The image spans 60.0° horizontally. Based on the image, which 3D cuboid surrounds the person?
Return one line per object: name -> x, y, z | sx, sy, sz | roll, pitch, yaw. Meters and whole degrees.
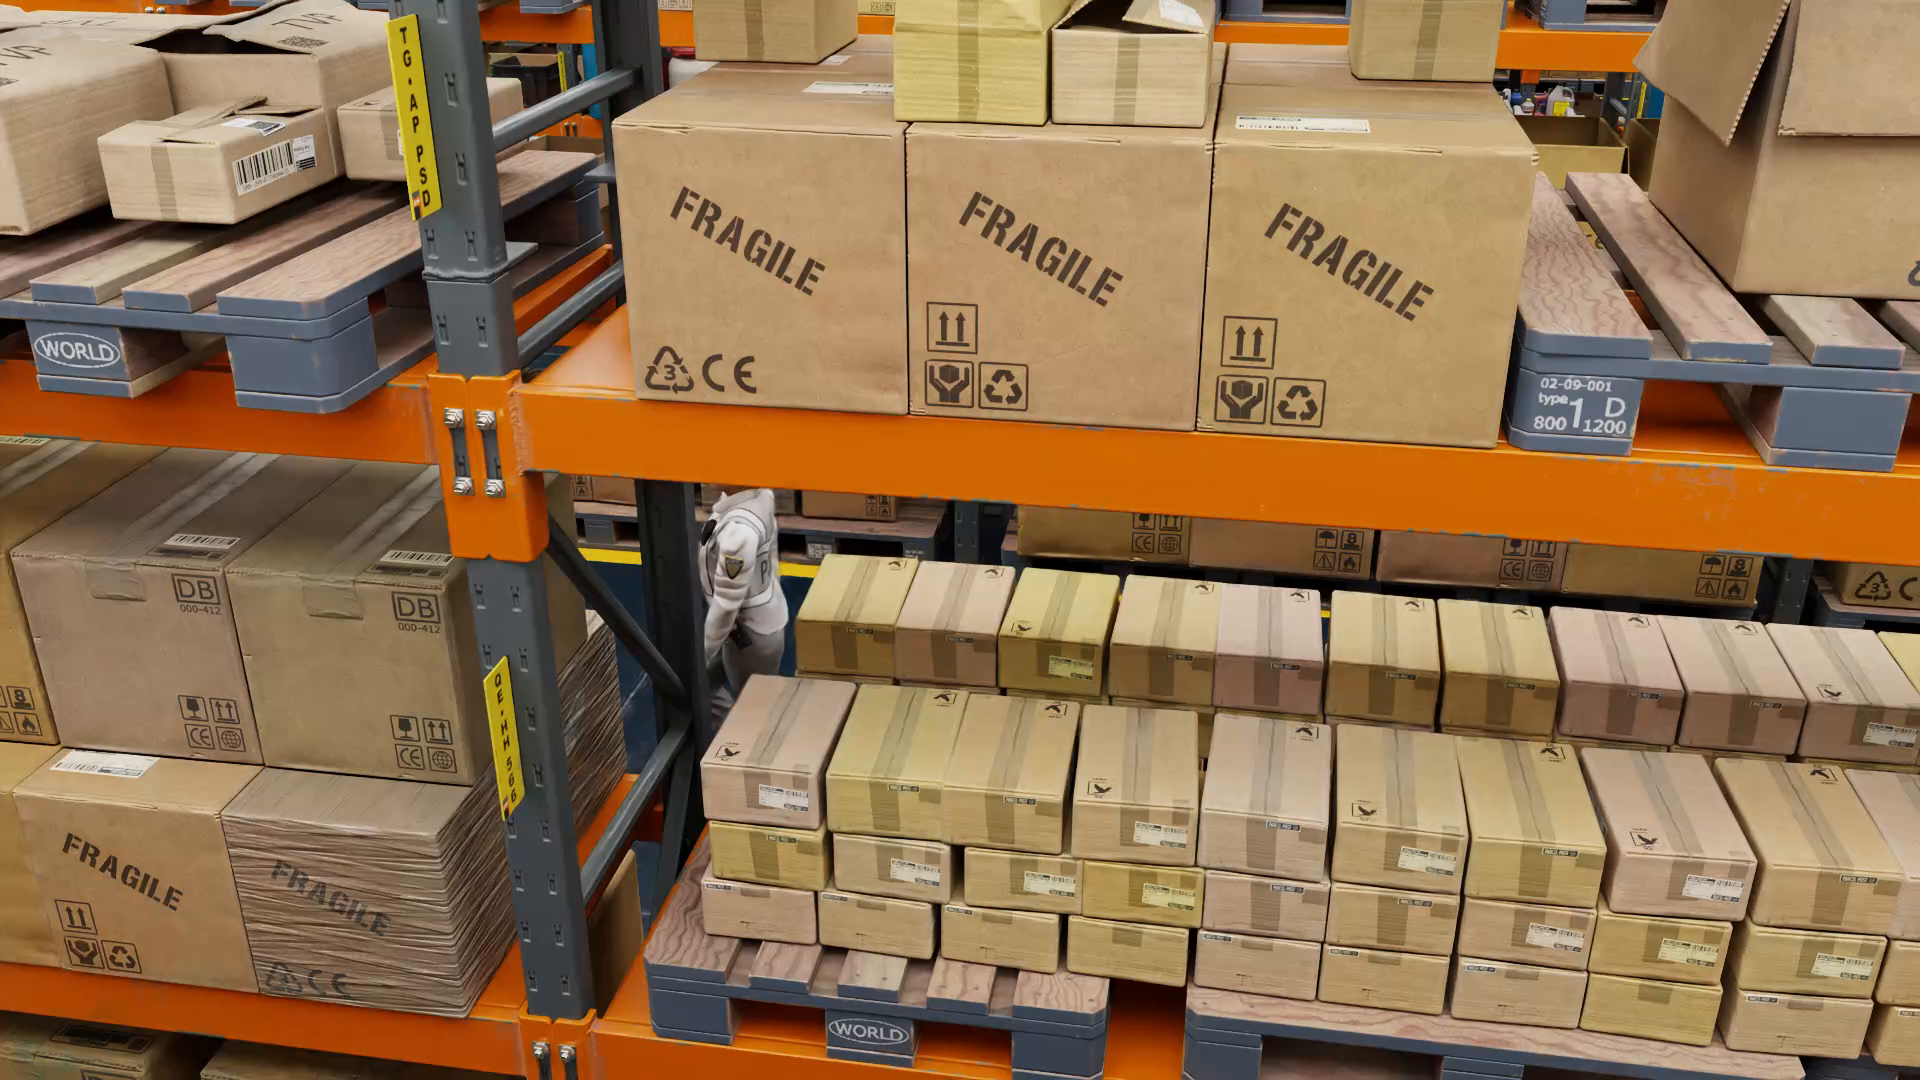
person -> -0.821, 0.364, 6.311 | 0.490, 1.737, 0.476 | -1, 25, -3
